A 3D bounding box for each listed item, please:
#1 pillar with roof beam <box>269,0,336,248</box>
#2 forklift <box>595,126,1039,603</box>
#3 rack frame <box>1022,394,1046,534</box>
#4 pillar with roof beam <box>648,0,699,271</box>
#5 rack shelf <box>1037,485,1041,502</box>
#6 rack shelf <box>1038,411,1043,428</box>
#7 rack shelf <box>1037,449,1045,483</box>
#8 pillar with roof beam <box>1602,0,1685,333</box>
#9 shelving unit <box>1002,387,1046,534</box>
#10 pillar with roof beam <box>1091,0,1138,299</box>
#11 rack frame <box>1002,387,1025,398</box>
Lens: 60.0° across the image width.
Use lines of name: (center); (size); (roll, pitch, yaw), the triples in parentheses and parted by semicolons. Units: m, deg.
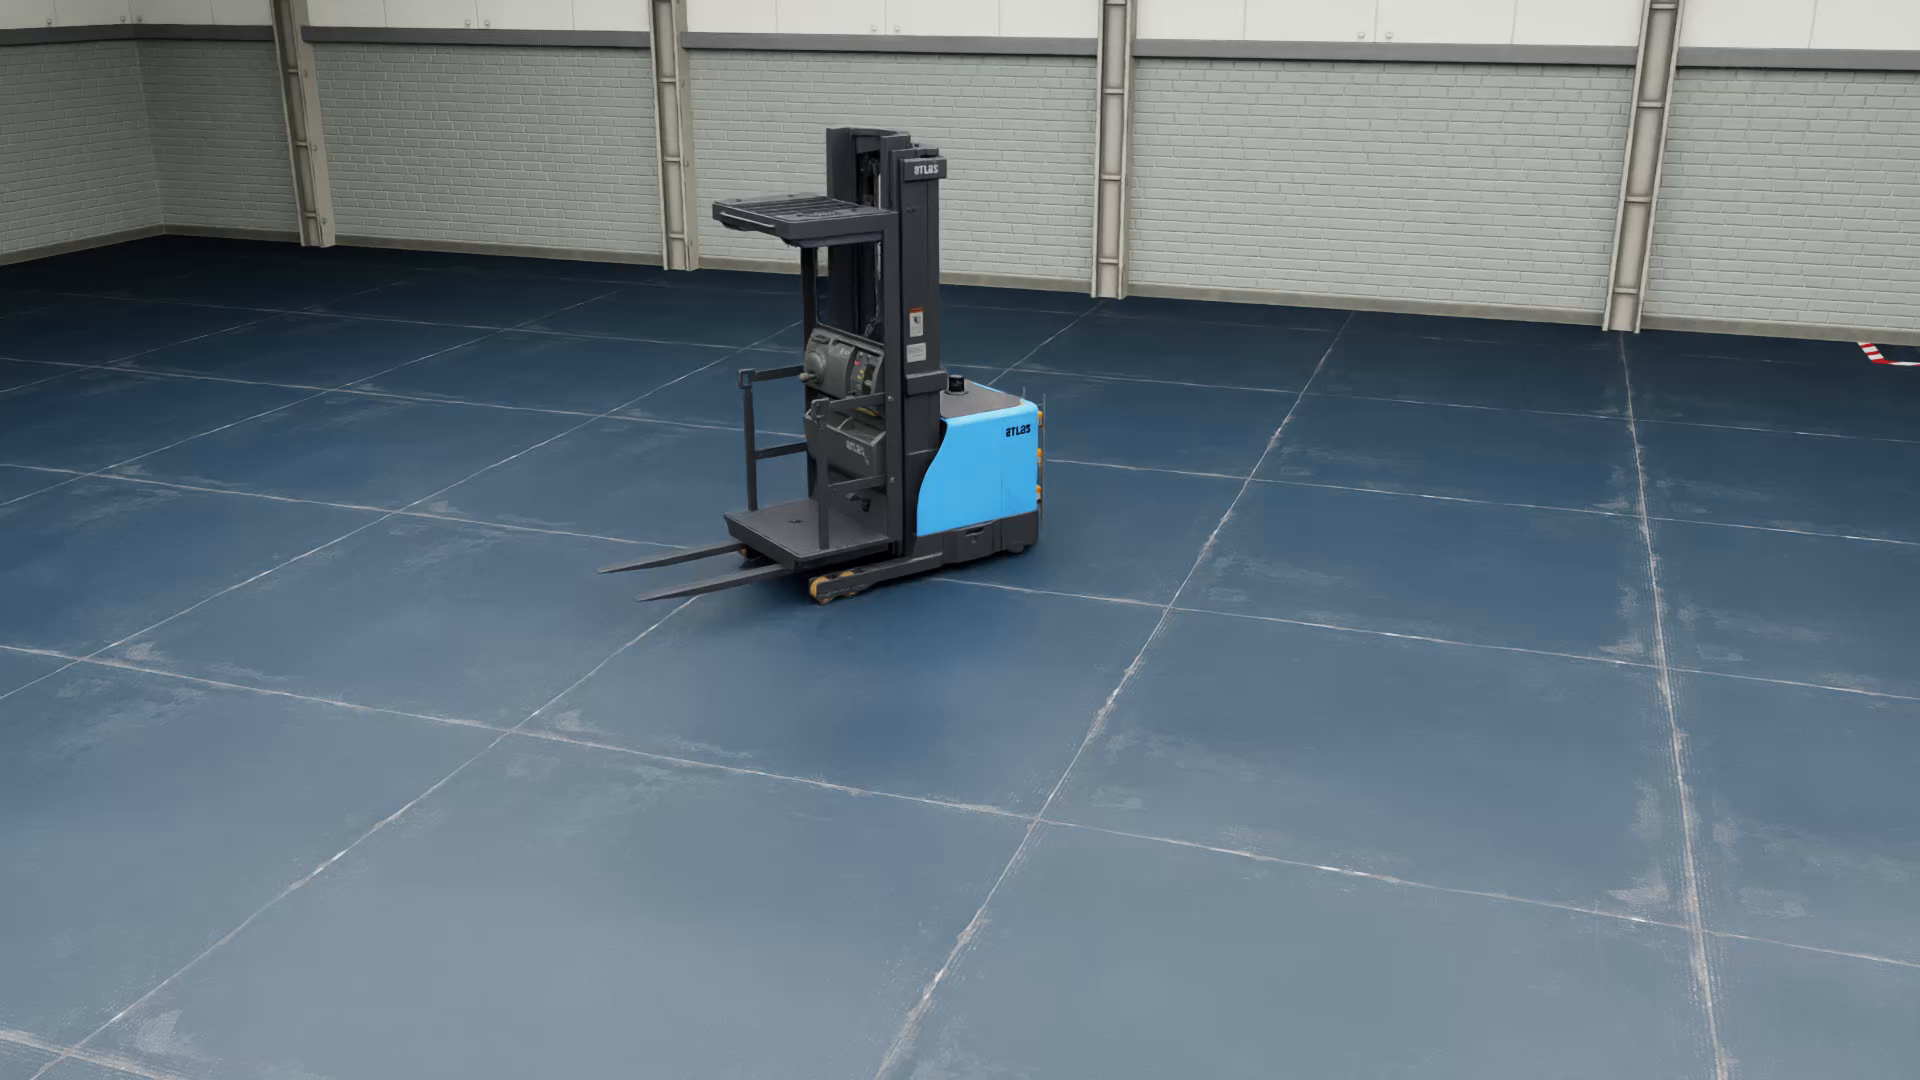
pillar with roof beam: (-10.877, -7.261, 19.235); (0.400, 9.000, 9.100); (7, 20, 18)
forklift: (-0.945, -1.170, 10.979); (3.031, 2.935, 1.130); (-13, 23, -32)
rack frame: (0.527, -0.529, 11.999); (0.200, 1.050, 0.008); (-13, 23, -32)
pillar with roof beam: (-5.209, -6.613, 17.376); (0.400, 9.000, 9.100); (7, 20, 18)
rack shelf: (0.457, -0.290, 12.189); (0.215, 0.259, 0.240); (-13, 23, -32)
rack shelf: (0.458, -0.820, 12.004); (0.215, 0.259, 0.240); (-13, 23, -32)
rack shelf: (0.457, -0.552, 12.097); (0.215, 0.259, 0.240); (-13, 23, -32)
pillar with roof beam: (6.126, -5.317, 13.657); (0.400, 9.000, 9.100); (7, 20, 18)
shelving unit: (0.457, -0.562, 12.094); (0.215, 1.050, 0.252); (-13, 23, -32)
pillar with roof beam: (0.459, -5.965, 15.517); (0.400, 9.000, 9.100); (7, 20, 18)
rack frame: (0.388, -0.595, 12.189); (0.200, 1.050, 0.008); (-13, 23, -32)
